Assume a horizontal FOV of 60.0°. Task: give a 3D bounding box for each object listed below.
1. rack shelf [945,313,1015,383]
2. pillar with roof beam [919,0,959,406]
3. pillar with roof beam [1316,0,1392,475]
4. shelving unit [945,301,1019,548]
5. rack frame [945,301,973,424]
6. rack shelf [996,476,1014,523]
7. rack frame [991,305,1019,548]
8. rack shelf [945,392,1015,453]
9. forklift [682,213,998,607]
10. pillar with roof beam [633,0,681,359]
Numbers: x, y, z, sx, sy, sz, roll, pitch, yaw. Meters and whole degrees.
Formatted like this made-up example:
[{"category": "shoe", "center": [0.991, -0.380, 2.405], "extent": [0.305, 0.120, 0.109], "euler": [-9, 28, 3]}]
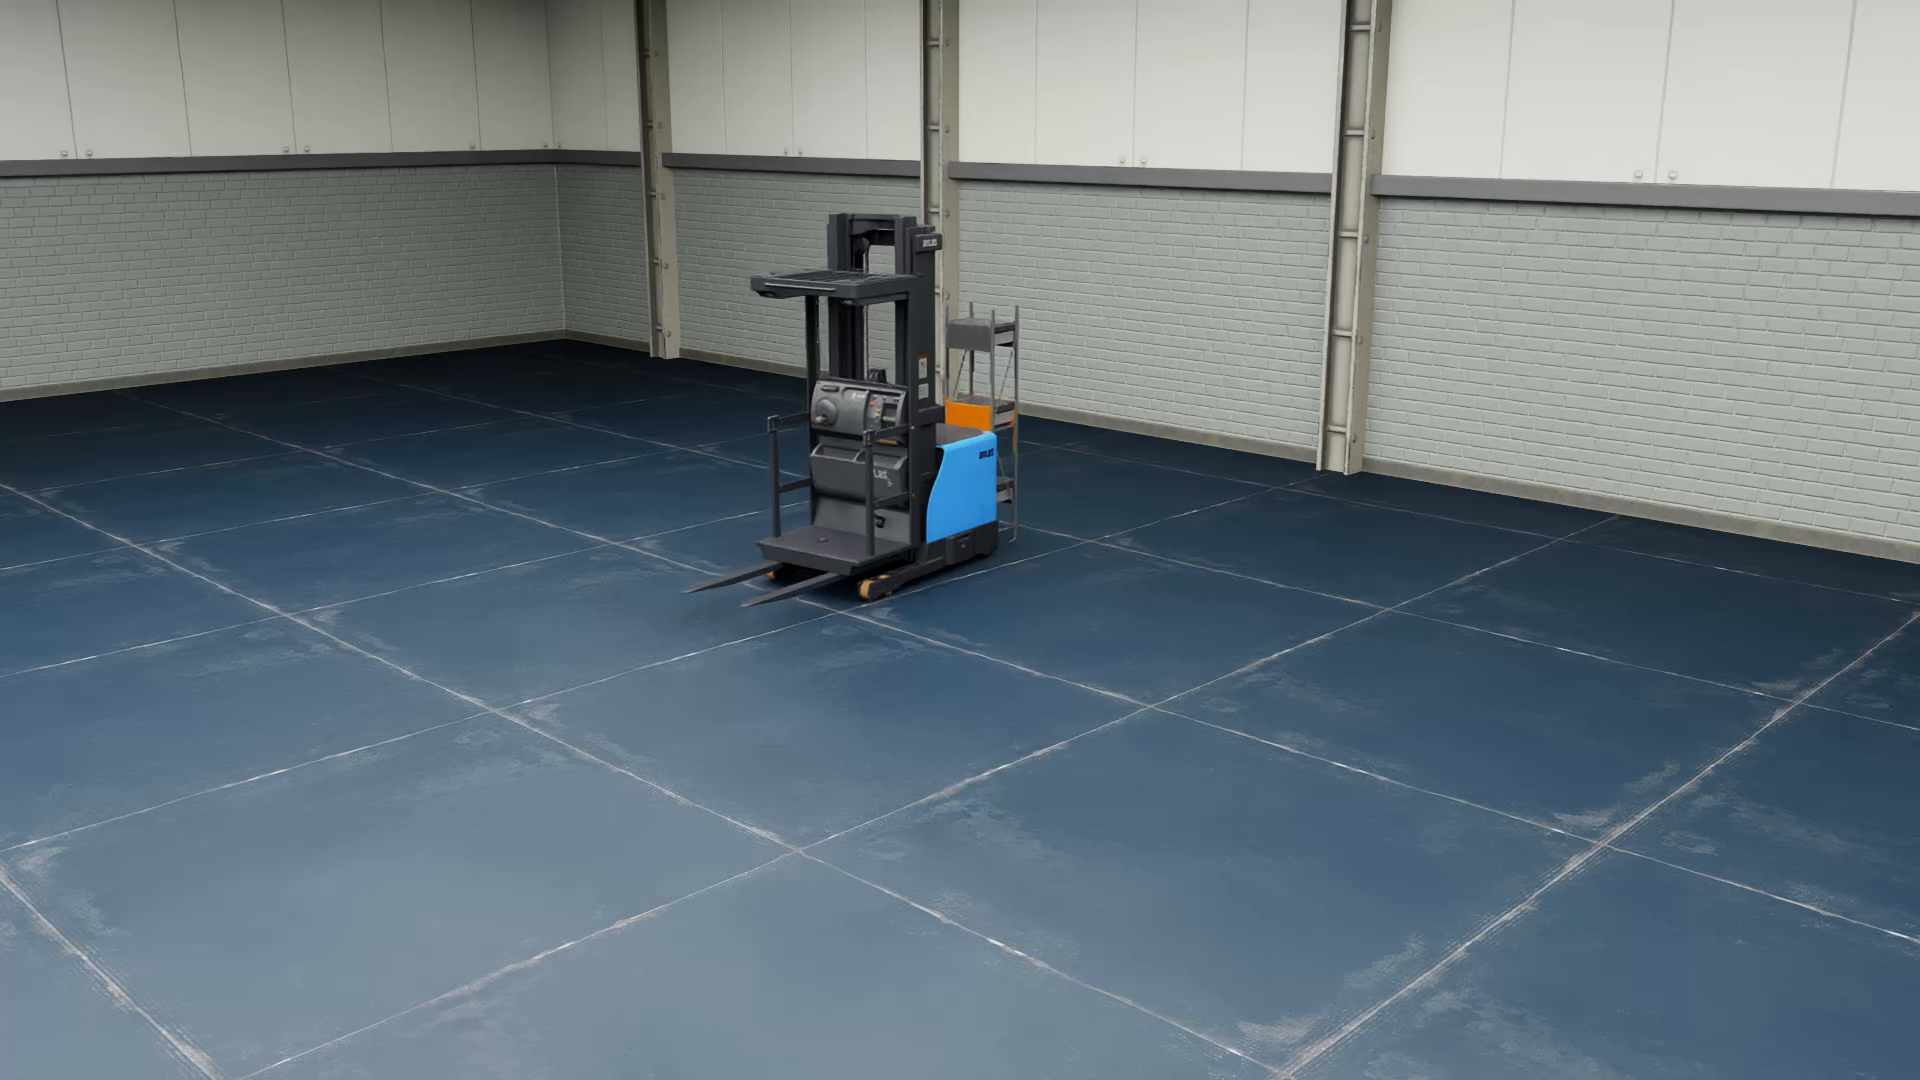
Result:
[{"category": "rack shelf", "center": [0.190, -1.678, 14.487], "extent": [0.480, 0.518, 0.431], "euler": [10, 18, 35]}, {"category": "pillar with roof beam", "center": [-3.245, -5.371, 17.697], "extent": [0.400, 9.000, 9.100], "euler": [14, 20, 42]}, {"category": "pillar with roof beam", "center": [1.074, -4.321, 13.667], "extent": [0.400, 9.000, 9.100], "euler": [14, 20, 42]}, {"category": "shelving unit", "center": [0.190, -1.014, 14.660], "extent": [0.503, 2.100, 0.431], "euler": [10, 18, 35]}, {"category": "rack frame", "center": [-0.007, -1.050, 14.799], "extent": [0.015, 2.100, 0.400], "euler": [10, 18, 35]}, {"category": "rack shelf", "center": [0.190, -0.324, 14.840], "extent": [0.480, 0.518, 0.431], "euler": [10, 18, 35]}, {"category": "rack frame", "center": [0.387, -0.978, 14.521], "extent": [0.015, 2.100, 0.400], "euler": [10, 18, 35]}, {"category": "rack shelf", "center": [0.190, -1.001, 14.663], "extent": [0.480, 0.518, 0.431], "euler": [10, 18, 35]}, {"category": "forklift", "center": [-0.945, -1.076, 13.247], "extent": [1.130, 2.935, 3.031], "euler": [10, 18, 35]}, {"category": "pillar with roof beam", "center": [-7.565, -6.421, 21.727], "extent": [0.400, 9.000, 9.100], "euler": [14, 20, 42]}]
